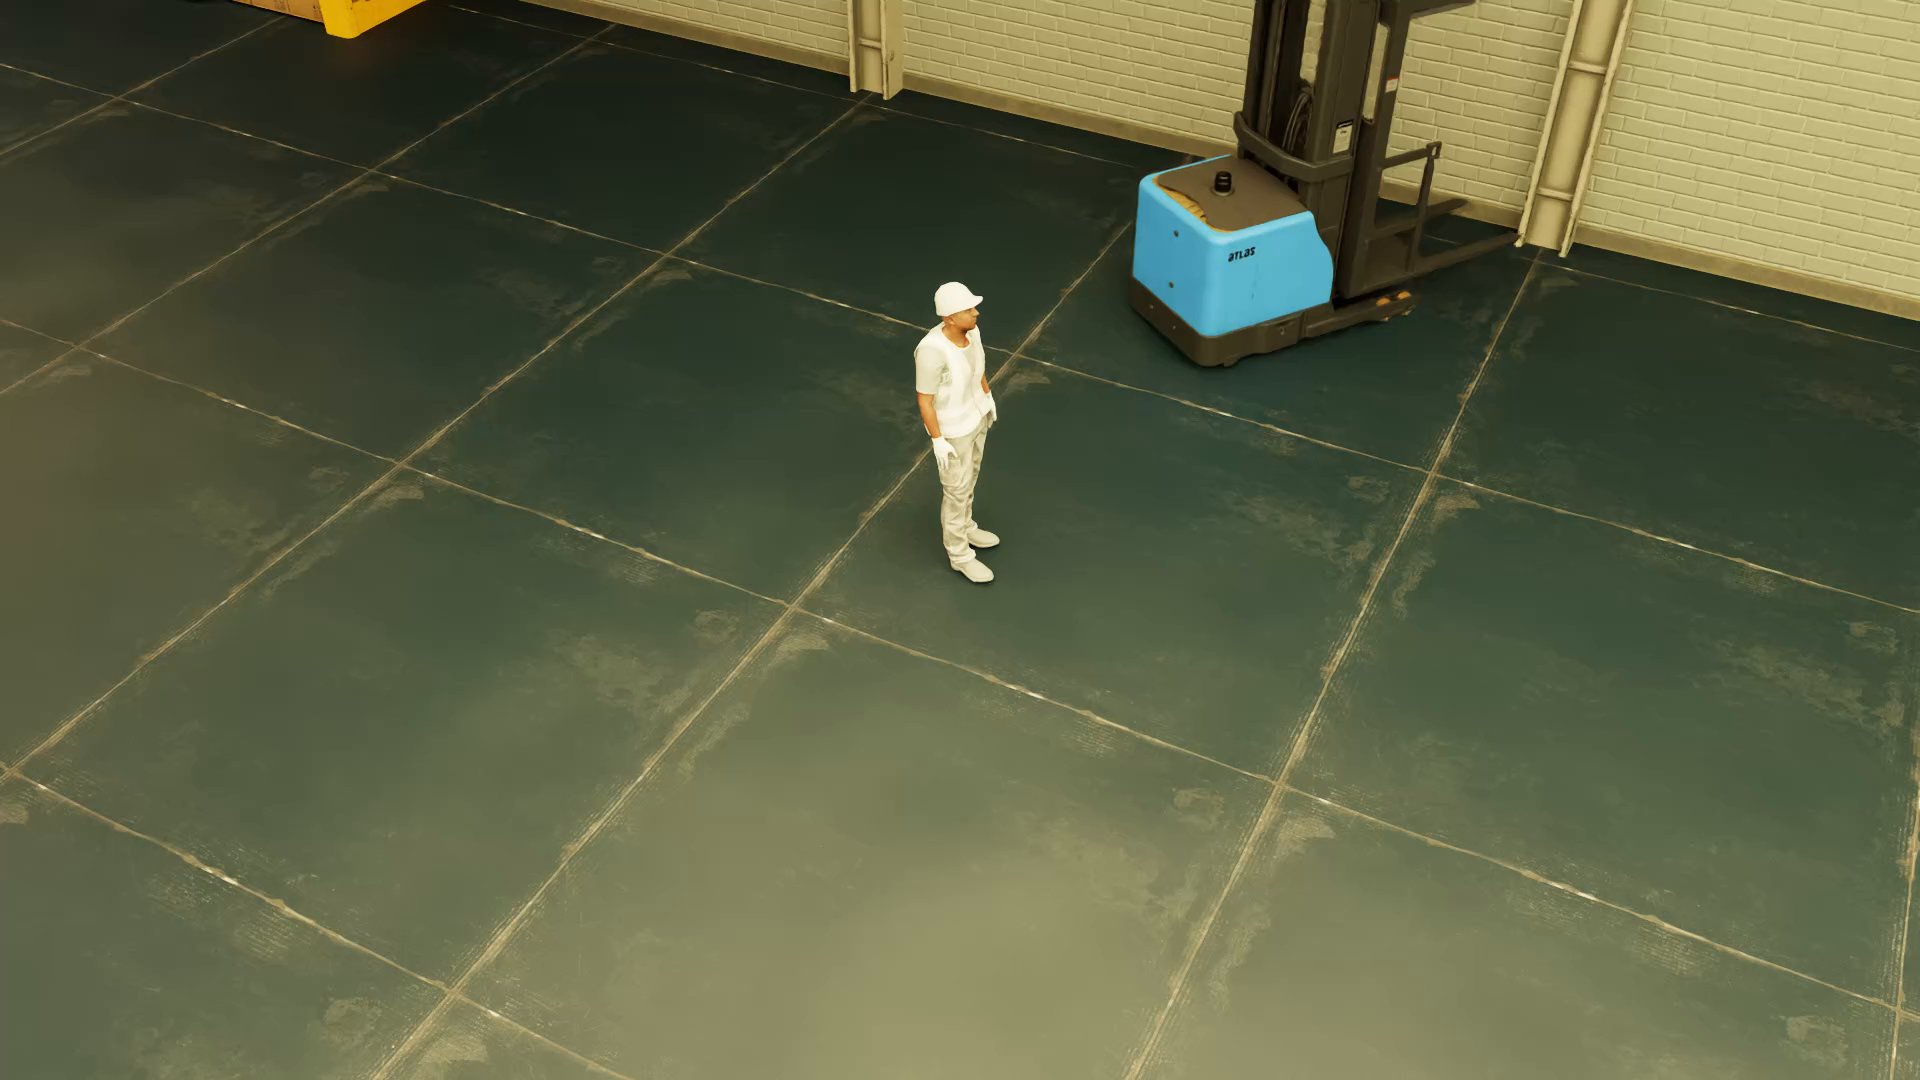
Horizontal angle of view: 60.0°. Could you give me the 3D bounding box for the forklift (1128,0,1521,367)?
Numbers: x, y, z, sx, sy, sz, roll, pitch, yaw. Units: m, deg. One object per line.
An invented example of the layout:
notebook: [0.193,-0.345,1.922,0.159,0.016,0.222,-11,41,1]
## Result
forklift: [2.783,-3.002,11.551,3.031,2.935,1.130,-19,44,-21]

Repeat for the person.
person: [0.059,-0.661,9.651,0.577,1.782,0.656,18,43,21]
